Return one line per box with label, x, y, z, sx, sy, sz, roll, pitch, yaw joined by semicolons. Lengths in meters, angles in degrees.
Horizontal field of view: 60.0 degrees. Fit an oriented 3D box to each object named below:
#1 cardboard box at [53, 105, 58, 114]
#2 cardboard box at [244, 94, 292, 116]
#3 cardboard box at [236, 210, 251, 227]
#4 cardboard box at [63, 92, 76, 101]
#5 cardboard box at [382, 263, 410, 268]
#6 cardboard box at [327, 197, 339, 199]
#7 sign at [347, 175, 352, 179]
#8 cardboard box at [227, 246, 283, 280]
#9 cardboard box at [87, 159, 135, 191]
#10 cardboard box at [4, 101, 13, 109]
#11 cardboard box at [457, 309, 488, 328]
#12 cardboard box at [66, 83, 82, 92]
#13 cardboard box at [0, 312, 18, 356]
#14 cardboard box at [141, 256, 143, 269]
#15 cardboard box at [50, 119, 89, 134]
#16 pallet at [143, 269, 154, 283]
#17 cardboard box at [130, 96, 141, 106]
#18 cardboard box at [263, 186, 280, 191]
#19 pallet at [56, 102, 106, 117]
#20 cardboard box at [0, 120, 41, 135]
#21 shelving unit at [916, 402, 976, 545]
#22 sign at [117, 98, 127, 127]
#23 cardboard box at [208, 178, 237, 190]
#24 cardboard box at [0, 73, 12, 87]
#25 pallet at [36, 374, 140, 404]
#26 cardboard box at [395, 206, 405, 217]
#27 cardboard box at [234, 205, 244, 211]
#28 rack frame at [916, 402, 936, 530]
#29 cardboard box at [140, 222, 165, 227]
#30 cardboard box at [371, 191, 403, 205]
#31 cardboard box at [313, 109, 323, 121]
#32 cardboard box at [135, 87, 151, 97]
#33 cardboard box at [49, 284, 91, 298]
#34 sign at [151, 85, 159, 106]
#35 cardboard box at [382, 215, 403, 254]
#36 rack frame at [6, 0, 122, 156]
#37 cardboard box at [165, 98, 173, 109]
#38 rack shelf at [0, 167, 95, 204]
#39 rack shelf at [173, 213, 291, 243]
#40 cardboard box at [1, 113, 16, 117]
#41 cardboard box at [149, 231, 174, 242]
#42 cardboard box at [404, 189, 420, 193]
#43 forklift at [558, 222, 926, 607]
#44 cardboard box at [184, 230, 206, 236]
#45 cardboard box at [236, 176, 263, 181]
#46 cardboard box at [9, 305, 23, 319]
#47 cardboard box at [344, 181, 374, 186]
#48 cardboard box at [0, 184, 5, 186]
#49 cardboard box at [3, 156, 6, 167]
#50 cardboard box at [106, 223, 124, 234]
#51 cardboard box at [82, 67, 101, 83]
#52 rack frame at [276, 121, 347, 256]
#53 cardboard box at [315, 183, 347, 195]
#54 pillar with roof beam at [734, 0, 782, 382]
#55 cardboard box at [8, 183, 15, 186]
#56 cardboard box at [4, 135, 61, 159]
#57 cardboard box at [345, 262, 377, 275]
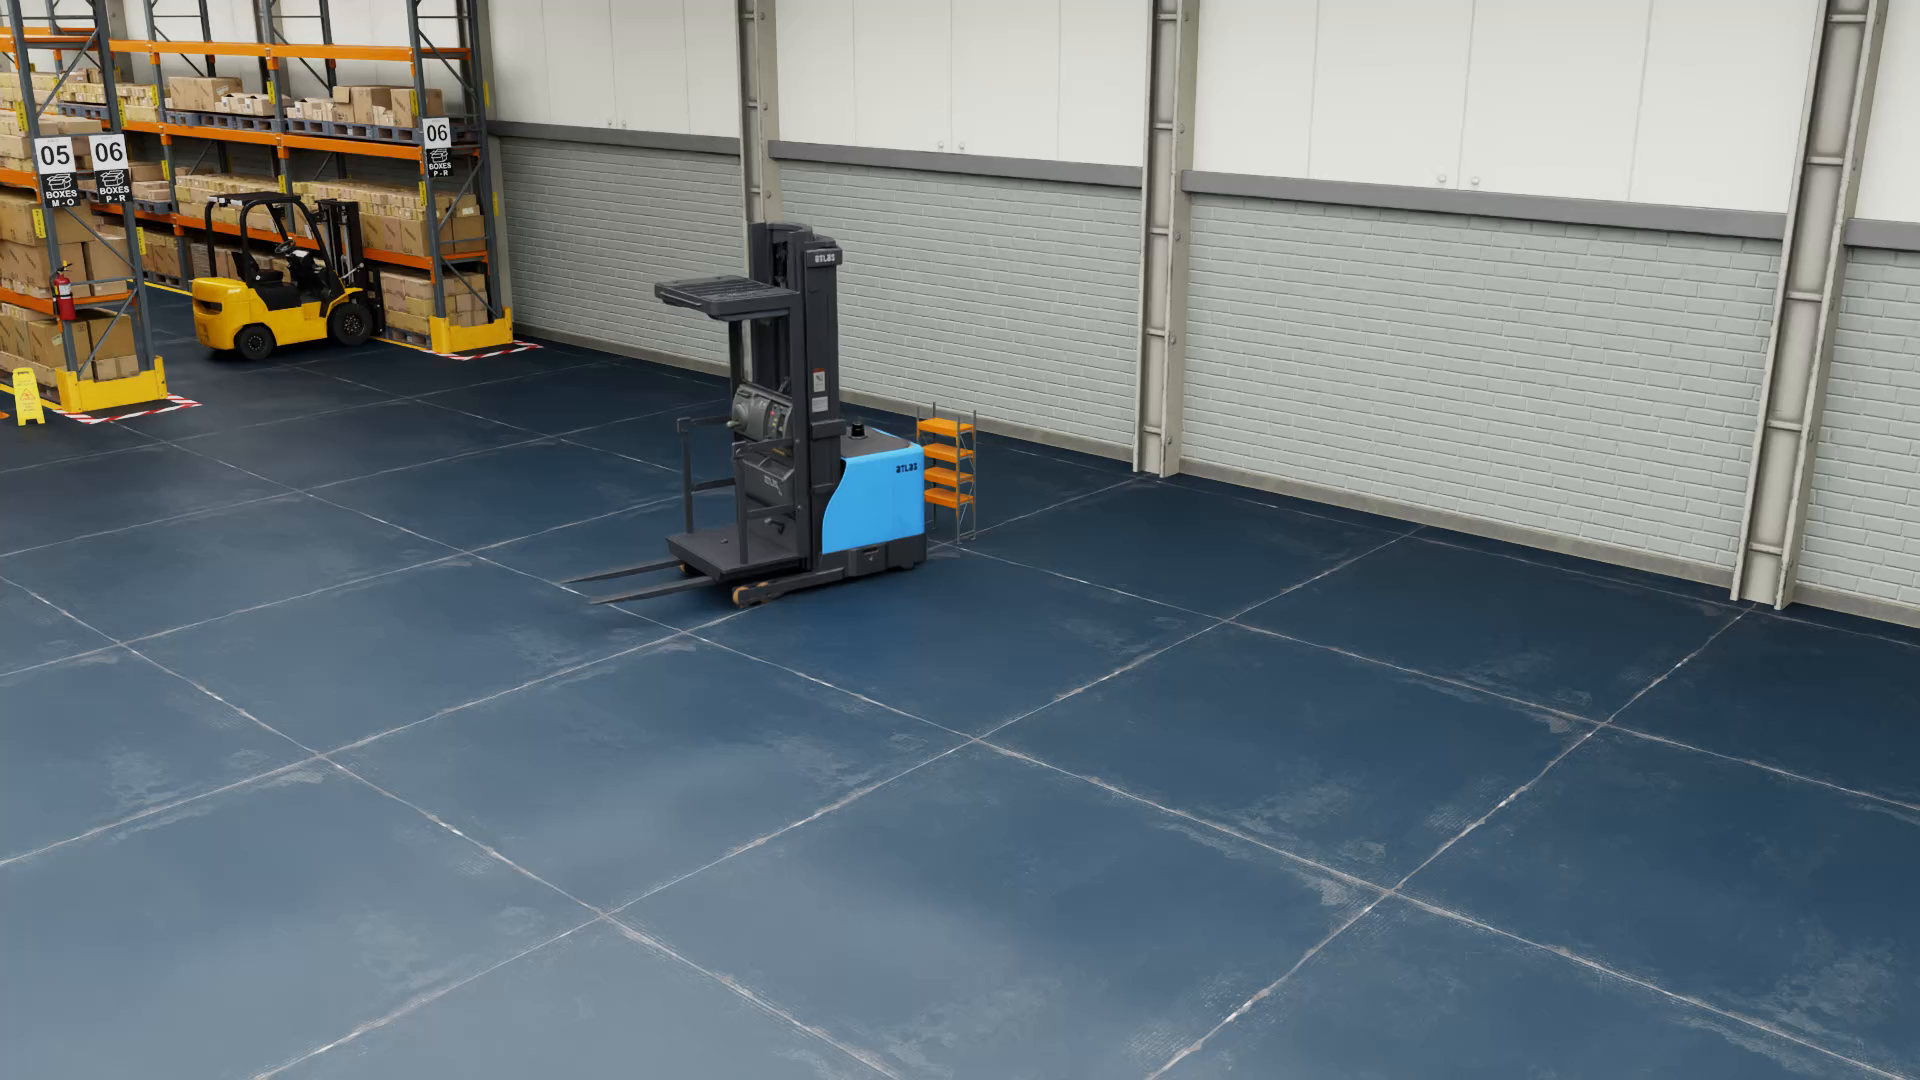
cardboard box;-16.441;-7.937;30.618;0.250;0.149;0.380;15;23;39
cardboard box;-10.695;-6.740;25.721;0.500;0.311;0.500;14;22;38
cardboard box;-11.273;-5.192;26.760;0.500;0.250;0.500;15;23;40
cardboard box;-15.846;-7.969;29.861;0.250;0.149;0.380;15;23;40
cardboard box;-8.356;-4.024;25.031;0.500;0.250;0.500;14;23;38
cardboard box;-9.190;-5.031;24.769;0.250;0.149;0.380;15;23;39
sign;-9.625;-5.591;26.209;0.005;0.325;0.100;15;23;39
cardboard box;-11.529;-4.494;27.544;0.625;0.625;0.875;14;22;37
cardboard box;-15.375;-6.617;30.145;0.500;0.500;0.700;15;23;40
cardboard box;-18.171;-8.392;32.051;0.250;0.149;0.380;15;23;39
cardboard box;-7.238;-3.244;24.227;0.500;0.250;0.500;15;23;39
cardboard box;-15.797;-8.124;29.858;0.250;0.149;0.380;16;23;40
cardboard box;-11.830;-2.644;21.096;0.500;0.500;0.500;14;23;38
cardboard box;-14.604;-5.171;29.883;0.500;0.500;0.500;14;22;37
cardboard box;-10.622;-4.943;19.866;0.250;0.149;0.380;15;23;39
pallet;-14.426;-4.892;30.179;1.213;0.211;1.003;15;23;39
cardboard box;-13.984;-7.538;28.536;0.250;0.149;0.380;15;23;39
cardboard box;-10.748;-5.499;26.243;0.250;0.149;0.380;15;23;39
pallet;-15.534;-7.815;30.129;1.003;0.211;1.213;15;23;39
cardboard box;-11.112;-4.887;19.690;0.250;0.149;0.380;15;23;39
shelving unit;-0.124;-0.605;15.035;0.503;1.200;0.258;15;23;39
sign;-9.932;-5.057;19.685;0.005;0.325;0.100;15;23;39
cardboard box;-12.120;-5.852;27.355;0.250;0.149;0.380;15;23;40
cardboard box;-18.434;-8.911;32.201;0.500;0.250;0.500;15;23;39
pallet;-10.933;-1.945;20.893;1.213;0.211;1.003;15;23;39
cardboard box;-7.810;-4.686;23.679;0.250;0.149;0.380;16;23;40
cardboard box;-11.297;-5.428;26.679;0.500;0.250;0.500;16;23;40
rack frame;-0.306;-0.654;15.189;0.015;1.200;0.240;15;23;39
cardboard box;-14.912;-5.787;30.752;0.250;0.149;0.380;14;22;37
cardboard box;-8.232;-4.918;23.919;0.250;0.149;0.380;16;23;41
cardboard box;-9.283;-6.260;24.474;0.250;0.149;0.380;16;24;41
cardboard box;-13.796;-7.629;28.330;0.250;0.149;0.380;14;22;37
cardboard box;-10.714;-2.995;20.006;0.250;0.149;0.380;16;24;41
sign;-13.346;-7.372;27.568;0.005;0.325;0.100;15;23;39
cardboard box;-7.925;-4.405;23.868;0.500;0.500;0.500;16;24;41
rack frame;-10.292;-5.948;18.976;0.127;3.000;1.000;15;23;39
cardboard box;-12.925;-7.246;27.552;0.250;0.166;0.380;15;23;39
rack shelf;-11.788;-4.577;20.804;4.000;0.370;1.077;15;23;39
rack shelf;-11.488;-5.074;27.329;4.000;0.370;1.077;15;23;39
cardboard box;-11.887;-5.322;21.060;0.250;0.149;0.380;15;23;40
cardboard box;-14.081;-5.352;29.382;0.250;0.149;0.380;16;24;41
cardboard box;-7.879;-5.037;24.294;0.250;0.149;0.380;16;24;41
forklift;-1.794;-1.036;13.529;3.031;2.935;1.130;-12;21;-33
cardboard box;-13.587;-5.403;29.542;0.250;0.149;0.380;15;23;40
cardboard box;-11.810;-5.959;27.692;0.250;0.149;0.380;15;23;39
cardboard box;-11.570;-2.856;20.691;0.250;0.149;0.380;16;23;40
cardboard box;-9.186;-5.408;25.464;0.250;0.149;0.380;15;23;39
cardboard box;-12.731;-4.312;21.431;0.500;0.500;0.700;15;23;40
cardboard box;-11.274;-4.576;20.028;0.250;0.149;0.380;15;23;40
cardboard box;-15.426;-5.720;30.542;0.250;0.149;0.380;14;22;36
cardboard box;-15.701;-8.472;30.270;0.258;0.266;0.396;15;23;38
rack frame;-9.992;-5.015;25.955;0.127;3.000;1.000;15;23;39
cardboard box;-9.498;-5.301;25.128;0.250;0.149;0.380;14;23;38
pillar with roof beam;-5.293;-5.236;16.735;0.400;9.000;9.100;15;23;39
cardboard box;-18.683;-7.136;33.054;0.250;0.149;0.380;16;23;41
cardboard box;-10.854;-4.630;19.539;0.500;0.250;0.500;15;23;39
cardboard box;-9.083;-4.011;24.989;0.500;0.250;0.500;16;24;41
